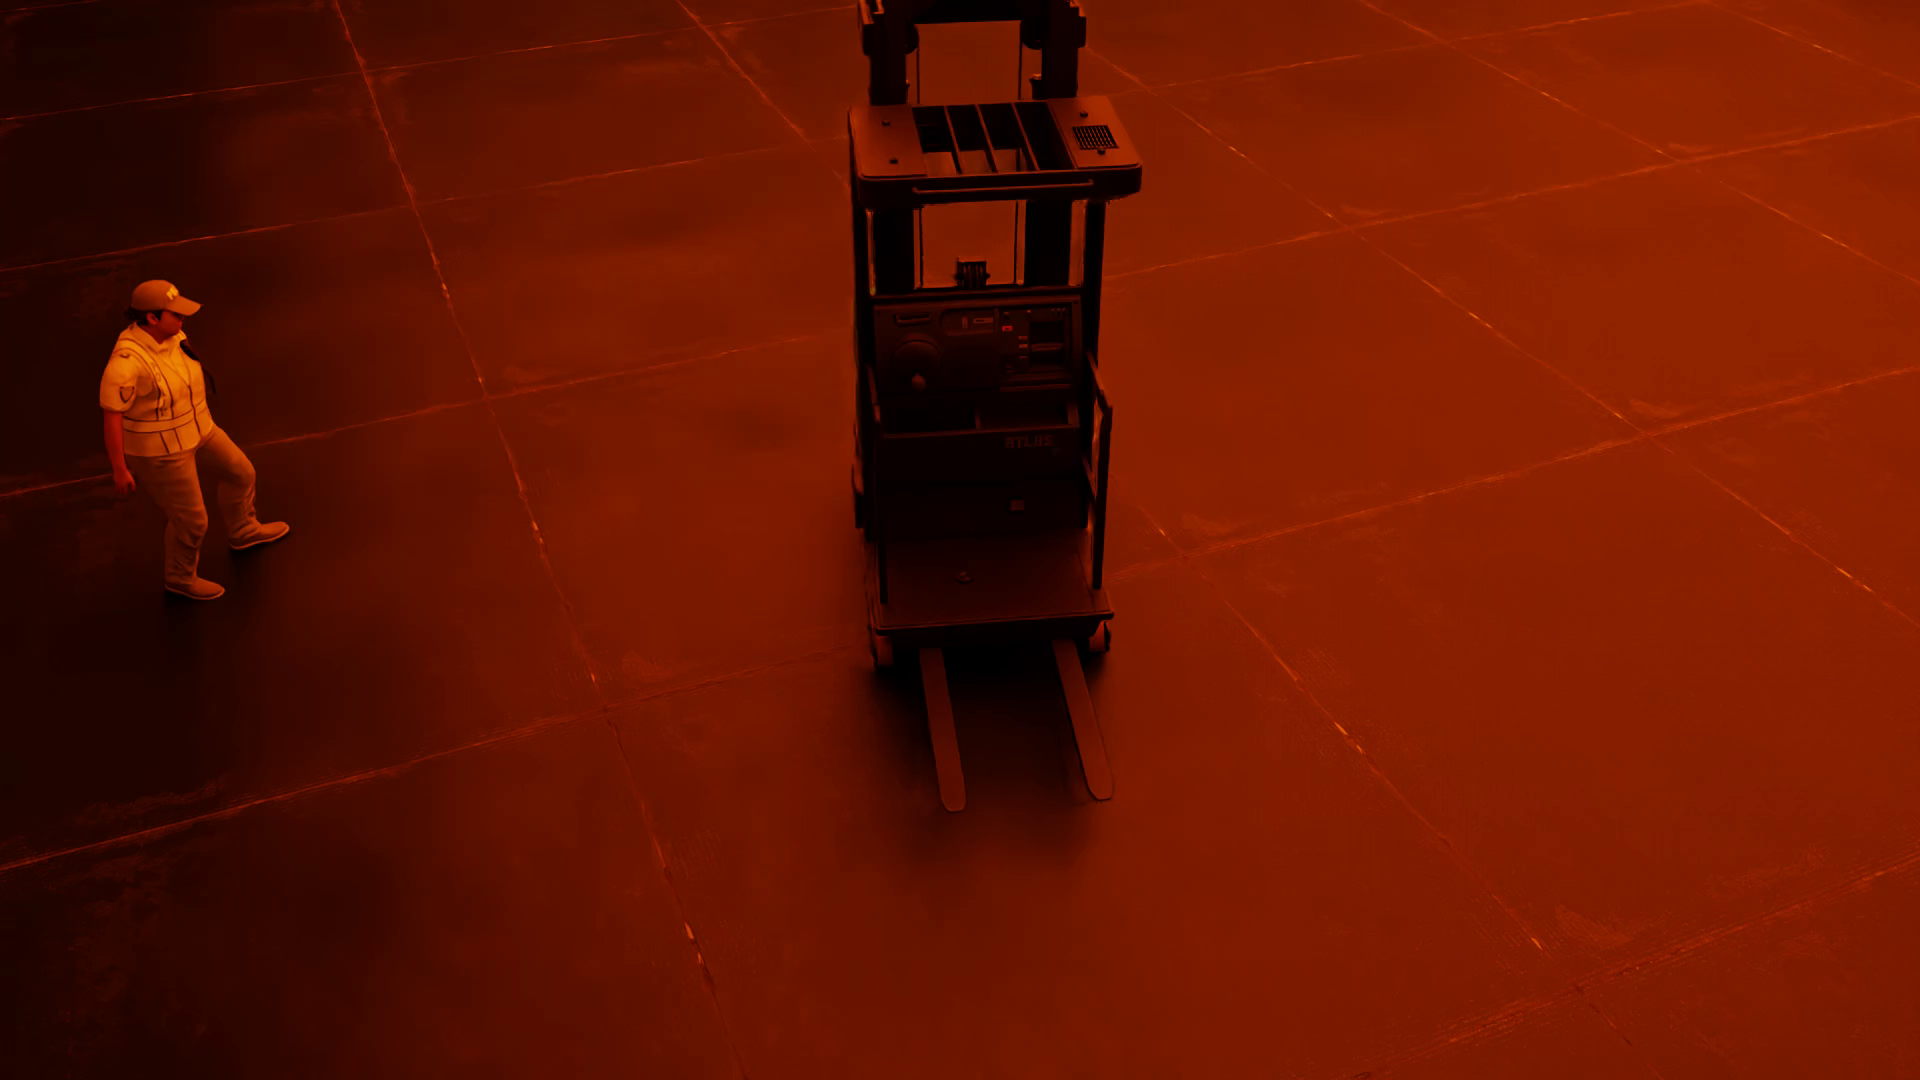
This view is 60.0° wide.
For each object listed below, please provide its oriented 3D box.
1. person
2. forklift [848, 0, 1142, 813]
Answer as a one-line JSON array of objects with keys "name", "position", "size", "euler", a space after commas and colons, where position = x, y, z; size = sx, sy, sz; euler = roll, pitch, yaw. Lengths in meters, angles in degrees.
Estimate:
[{"name": "person", "position": [-3.693, -0.491, 7.928], "size": [0.468, 1.635, 0.822], "euler": [5, 36, 8]}, {"name": "forklift", "position": [0.109, -0.810, 7.237], "size": [1.130, 2.935, 3.031], "euler": [-4, 36, -5]}]
